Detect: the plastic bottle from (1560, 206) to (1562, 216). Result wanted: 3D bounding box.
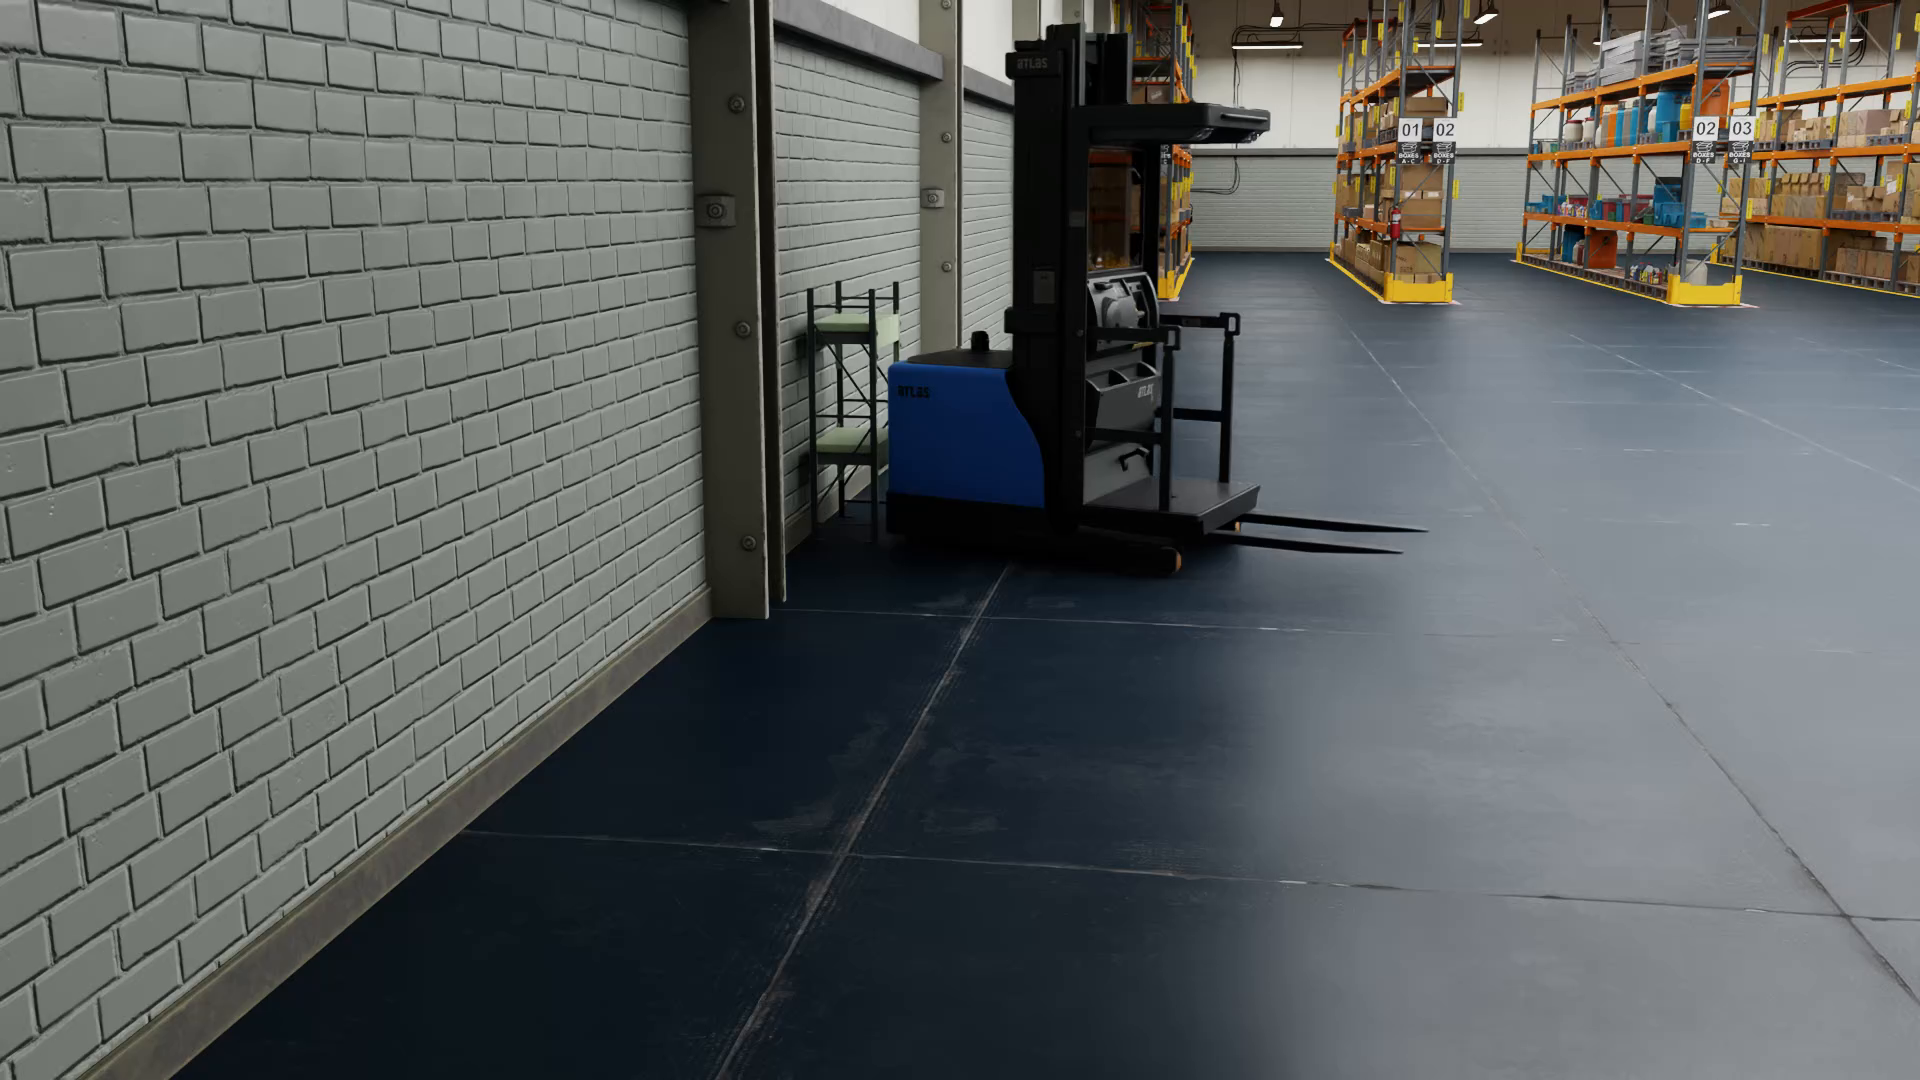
[{"bbox_3d":[14.483,-7.925,39.951,0.097,0.271,0.097,0,12,0],"label":"plastic bottle"}]

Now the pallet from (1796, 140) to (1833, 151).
[{"bbox_3d":[19.491,-8.872,37.371,1.003,0.211,1.213,2,12,11],"label":"pallet"}]

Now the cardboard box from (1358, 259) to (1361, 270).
[{"bbox_3d":[8.966,-6.000,36.244,0.500,0.250,0.500,2,12,7],"label":"cardboard box"}]

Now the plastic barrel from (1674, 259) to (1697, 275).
[{"bbox_3d":[13.253,-4.858,30.323,0.421,0.512,0.421,0,12,0],"label":"plastic barrel"}]

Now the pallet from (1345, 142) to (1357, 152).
[{"bbox_3d":[9.776,-9.309,39.395,1.213,0.211,1.003,2,12,9],"label":"pallet"}]

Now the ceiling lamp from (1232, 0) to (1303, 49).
[{"bbox_3d":[8.730,-15.540,46.884,2.000,3.185,0.800,2,12,9],"label":"ceiling lamp"}]

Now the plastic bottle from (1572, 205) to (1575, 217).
[{"bbox_3d":[14.246,-7.635,38.579,0.061,0.283,0.133,2,12,9],"label":"plastic bottle"}]

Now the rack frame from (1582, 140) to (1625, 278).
[{"bbox_3d":[14.381,-7.290,36.701,1.000,3.000,0.127,2,12,9],"label":"rack frame"}]

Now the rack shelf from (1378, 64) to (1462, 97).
[{"bbox_3d":[8.564,-8.588,31.139,1.077,0.370,4.000,2,12,9],"label":"rack shelf"}]

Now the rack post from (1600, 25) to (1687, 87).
[{"bbox_3d":[13.984,-9.901,34.099,1.013,1.000,3.121,2,12,9],"label":"rack post"}]

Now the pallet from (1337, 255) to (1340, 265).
[{"bbox_3d":[10.394,-7.318,43.452,1.003,0.211,1.213,2,12,9],"label":"pallet"}]

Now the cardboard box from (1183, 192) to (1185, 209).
[{"bbox_3d":[5.009,-8.017,39.082,0.500,0.500,0.500,2,12,11],"label":"cardboard box"}]

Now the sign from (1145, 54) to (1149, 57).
[{"bbox_3d":[4.662,-11.934,41.414,0.100,0.325,0.005,2,12,9],"label":"sign"}]

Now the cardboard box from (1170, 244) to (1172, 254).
[{"bbox_3d":[4.532,-6.453,37.704,0.700,0.500,0.500,2,12,9],"label":"cardboard box"}]

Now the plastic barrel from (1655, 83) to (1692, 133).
[{"bbox_3d":[13.507,-8.170,31.479,0.600,0.901,0.708,2,12,9],"label":"plastic barrel"}]

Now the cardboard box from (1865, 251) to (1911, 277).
[{"bbox_3d":[18.953,-5.632,33.898,0.700,0.500,0.500,1,12,4],"label":"cardboard box"}]

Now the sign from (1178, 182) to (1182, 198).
[{"bbox_3d":[4.514,-7.186,34.161,0.100,0.325,0.005,2,12,9],"label":"sign"}]

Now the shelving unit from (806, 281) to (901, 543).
[{"bbox_3d":[-0.633,-0.799,10.141,0.431,1.500,0.755,2,12,9],"label":"shelving unit"}]

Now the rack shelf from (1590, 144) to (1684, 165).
[{"bbox_3d":[14.073,-7.988,34.529,1.077,0.370,4.000,2,12,9],"label":"rack shelf"}]

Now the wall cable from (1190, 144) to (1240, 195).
[{"bbox_3d":[7.045,-11.857,51.022,3.097,2.526,0.112,2,12,9],"label":"wall cable"}]

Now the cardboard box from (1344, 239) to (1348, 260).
[{"bbox_3d":[9.787,-7.184,41.099,0.500,0.500,0.500,1,12,6],"label":"cardboard box"}]

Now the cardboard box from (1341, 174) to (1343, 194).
[{"bbox_3d":[10.078,-9.147,42.706,0.500,0.500,0.500,2,12,9],"label":"cardboard box"}]

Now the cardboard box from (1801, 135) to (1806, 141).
[{"bbox_3d":[19.513,-9.206,38.070,0.380,0.149,0.250,1,12,6],"label":"cardboard box"}]

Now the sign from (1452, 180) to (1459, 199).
[{"bbox_3d":[8.804,-6.229,29.533,0.100,0.325,0.005,2,12,9],"label":"sign"}]

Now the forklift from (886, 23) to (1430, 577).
[{"bbox_3d":[1.108,-1.360,9.345,3.031,2.935,1.130,6,14,27],"label":"forklift"}]

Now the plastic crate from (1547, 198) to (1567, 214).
[{"bbox_3d":[14.731,-8.253,41.062,0.392,0.384,0.575,2,12,9],"label":"plastic crate"}]

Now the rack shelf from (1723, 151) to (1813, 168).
[{"bbox_3d":[20.198,-9.493,41.511,1.077,0.370,4.000,2,12,9],"label":"rack shelf"}]

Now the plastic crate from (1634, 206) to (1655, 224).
[{"bbox_3d":[13.559,-6.322,32.357,0.767,0.338,0.504,2,12,9],"label":"plastic crate"}]

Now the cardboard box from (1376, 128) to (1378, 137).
[{"bbox_3d":[9.473,-8.953,36.658,0.500,0.250,0.500,1,12,4],"label":"cardboard box"}]

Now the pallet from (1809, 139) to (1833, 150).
[{"bbox_3d":[19.321,-8.639,36.290,1.213,0.211,1.003,2,12,11],"label":"pallet"}]

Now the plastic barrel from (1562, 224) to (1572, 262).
[{"bbox_3d":[14.896,-7.190,40.218,0.600,0.901,0.708,2,12,9],"label":"plastic barrel"}]

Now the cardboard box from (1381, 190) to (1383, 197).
[{"bbox_3d":[8.639,-6.935,33.276,0.380,0.149,0.250,2,12,9],"label":"cardboard box"}]

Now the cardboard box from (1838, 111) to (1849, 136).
[{"bbox_3d":[18.948,-8.800,35.162,0.500,0.500,0.500,2,12,9],"label":"cardboard box"}]

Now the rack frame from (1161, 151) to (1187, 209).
[{"bbox_3d":[5.207,-8.444,42.054,1.000,3.000,0.127,2,12,9],"label":"rack frame"}]

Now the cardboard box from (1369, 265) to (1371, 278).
[{"bbox_3d":[8.501,-5.393,33.429,0.500,0.250,0.500,2,12,9],"label":"cardboard box"}]

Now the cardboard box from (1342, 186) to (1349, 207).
[{"bbox_3d":[9.808,-8.447,40.834,0.700,0.500,0.500,-2,12,-10],"label":"cardboard box"}]

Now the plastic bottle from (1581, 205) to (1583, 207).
[{"bbox_3d":[14.368,-7.603,38.429,0.061,0.283,0.133,2,12,9],"label":"plastic bottle"}]

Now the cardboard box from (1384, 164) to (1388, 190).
[{"bbox_3d":[8.810,-7.209,33.009,0.700,0.500,0.500,2,12,9],"label":"cardboard box"}]

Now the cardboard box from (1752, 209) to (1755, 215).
[{"bbox_3d":[19.732,-8.074,40.935,0.380,0.149,0.250,2,12,10],"label":"cardboard box"}]

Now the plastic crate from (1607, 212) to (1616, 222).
[{"bbox_3d":[13.755,-6.726,34.584,0.450,0.188,0.662,2,12,9],"label":"plastic crate"}]

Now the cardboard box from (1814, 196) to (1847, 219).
[{"bbox_3d":[19.106,-7.289,36.460,0.500,0.500,0.500,2,12,10],"label":"cardboard box"}]

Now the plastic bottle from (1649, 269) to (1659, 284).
[{"bbox_3d":[13.066,-4.957,31.293,0.152,0.276,0.135,2,12,9],"label":"plastic bottle"}]

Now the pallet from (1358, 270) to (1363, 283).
[{"bbox_3d":[9.132,-5.665,35.779,1.003,0.211,1.213,2,12,9],"label":"pallet"}]

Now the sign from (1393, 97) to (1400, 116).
[{"bbox_3d":[7.723,-7.667,29.416,0.100,0.325,0.005,2,12,9],"label":"sign"}]

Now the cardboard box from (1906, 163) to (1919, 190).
[{"bbox_3d":[18.339,-6.895,31.549,0.500,0.500,0.500,2,12,9],"label":"cardboard box"}]

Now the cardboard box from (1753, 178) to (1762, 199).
[{"bbox_3d":[19.778,-8.610,40.693,0.500,0.500,0.500,2,12,9],"label":"cardboard box"}]

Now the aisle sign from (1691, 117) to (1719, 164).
[{"bbox_3d":[12.846,-6.890,28.675,0.394,0.787,0.004,2,12,9],"label":"aisle sign"}]

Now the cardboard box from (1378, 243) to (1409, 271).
[{"bbox_3d":[8.184,-5.344,31.419,0.500,0.500,0.500,2,12,9],"label":"cardboard box"}]

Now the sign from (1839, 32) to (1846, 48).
[{"bbox_3d":[18.726,-10.614,35.289,0.100,0.325,0.005,2,12,9],"label":"sign"}]

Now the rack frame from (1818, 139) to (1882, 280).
[{"bbox_3d":[19.275,-7.130,35.956,1.000,3.000,0.127,2,12,9],"label":"rack frame"}]

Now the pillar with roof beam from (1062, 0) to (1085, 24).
[{"bbox_3d":[5.945,-7.664,24.194,9.100,9.000,0.400,2,12,9],"label":"pillar with roof beam"}]

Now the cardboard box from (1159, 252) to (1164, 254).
[{"bbox_3d":[3.856,-5.554,33.535,0.500,0.500,0.500,1,12,4],"label":"cardboard box"}]

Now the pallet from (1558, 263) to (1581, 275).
[{"bbox_3d":[14.651,-6.346,38.937,1.003,0.211,1.213,2,12,9],"label":"pallet"}]

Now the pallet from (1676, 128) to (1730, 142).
[{"bbox_3d":[13.374,-7.168,29.462,1.003,0.211,1.213,2,12,9],"label":"pallet"}]

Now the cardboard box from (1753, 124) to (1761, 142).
[{"bbox_3d":[20.241,-10.232,41.760,0.700,0.500,0.500,1,12,5],"label":"cardboard box"}]

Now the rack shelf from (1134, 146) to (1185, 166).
[{"bbox_3d":[4.284,-8.309,36.018,1.077,0.370,4.000,2,12,9],"label":"rack shelf"}]
